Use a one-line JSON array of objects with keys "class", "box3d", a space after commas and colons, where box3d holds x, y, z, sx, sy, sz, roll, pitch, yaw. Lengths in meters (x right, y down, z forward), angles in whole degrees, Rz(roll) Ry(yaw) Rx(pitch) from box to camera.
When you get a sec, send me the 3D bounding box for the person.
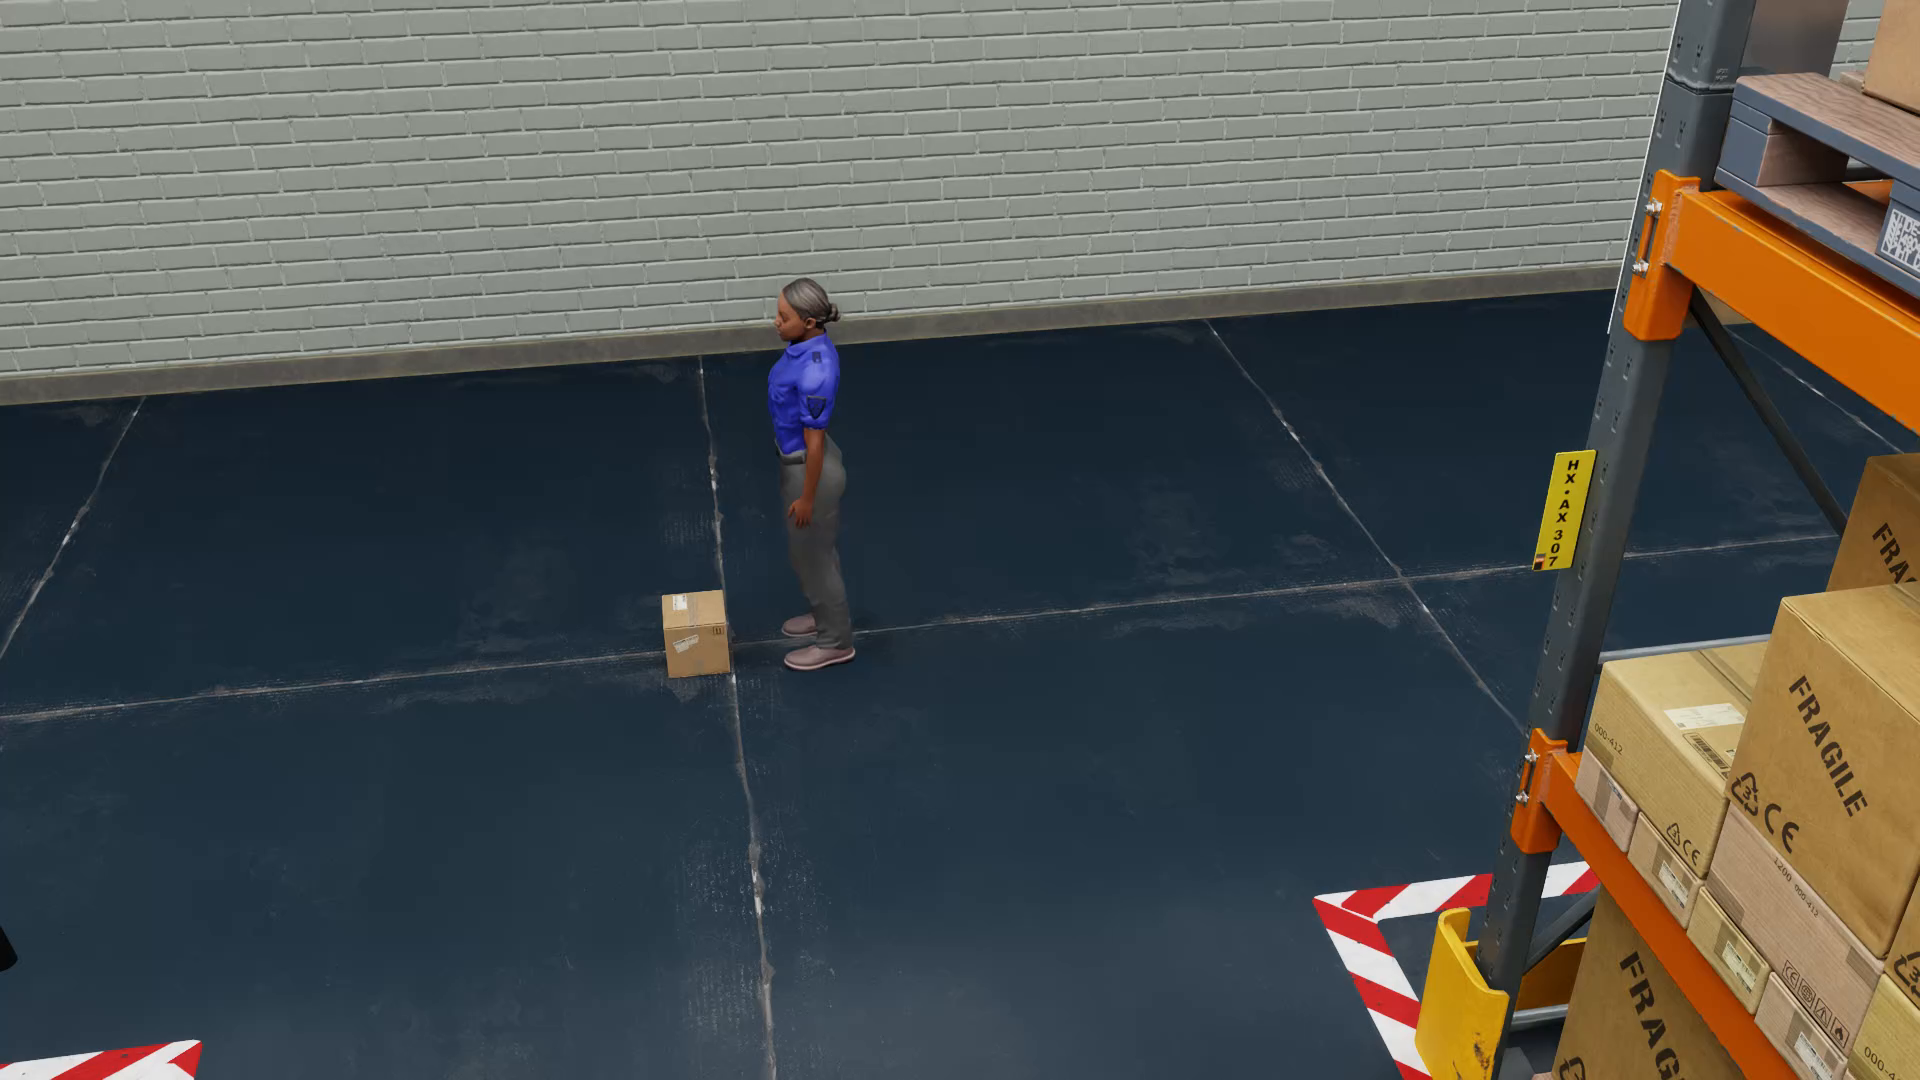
[{"class": "person", "box3d": [-0.593, -0.250, 6.565, 0.299, 1.662, 0.436, -5, 31, -8]}]
